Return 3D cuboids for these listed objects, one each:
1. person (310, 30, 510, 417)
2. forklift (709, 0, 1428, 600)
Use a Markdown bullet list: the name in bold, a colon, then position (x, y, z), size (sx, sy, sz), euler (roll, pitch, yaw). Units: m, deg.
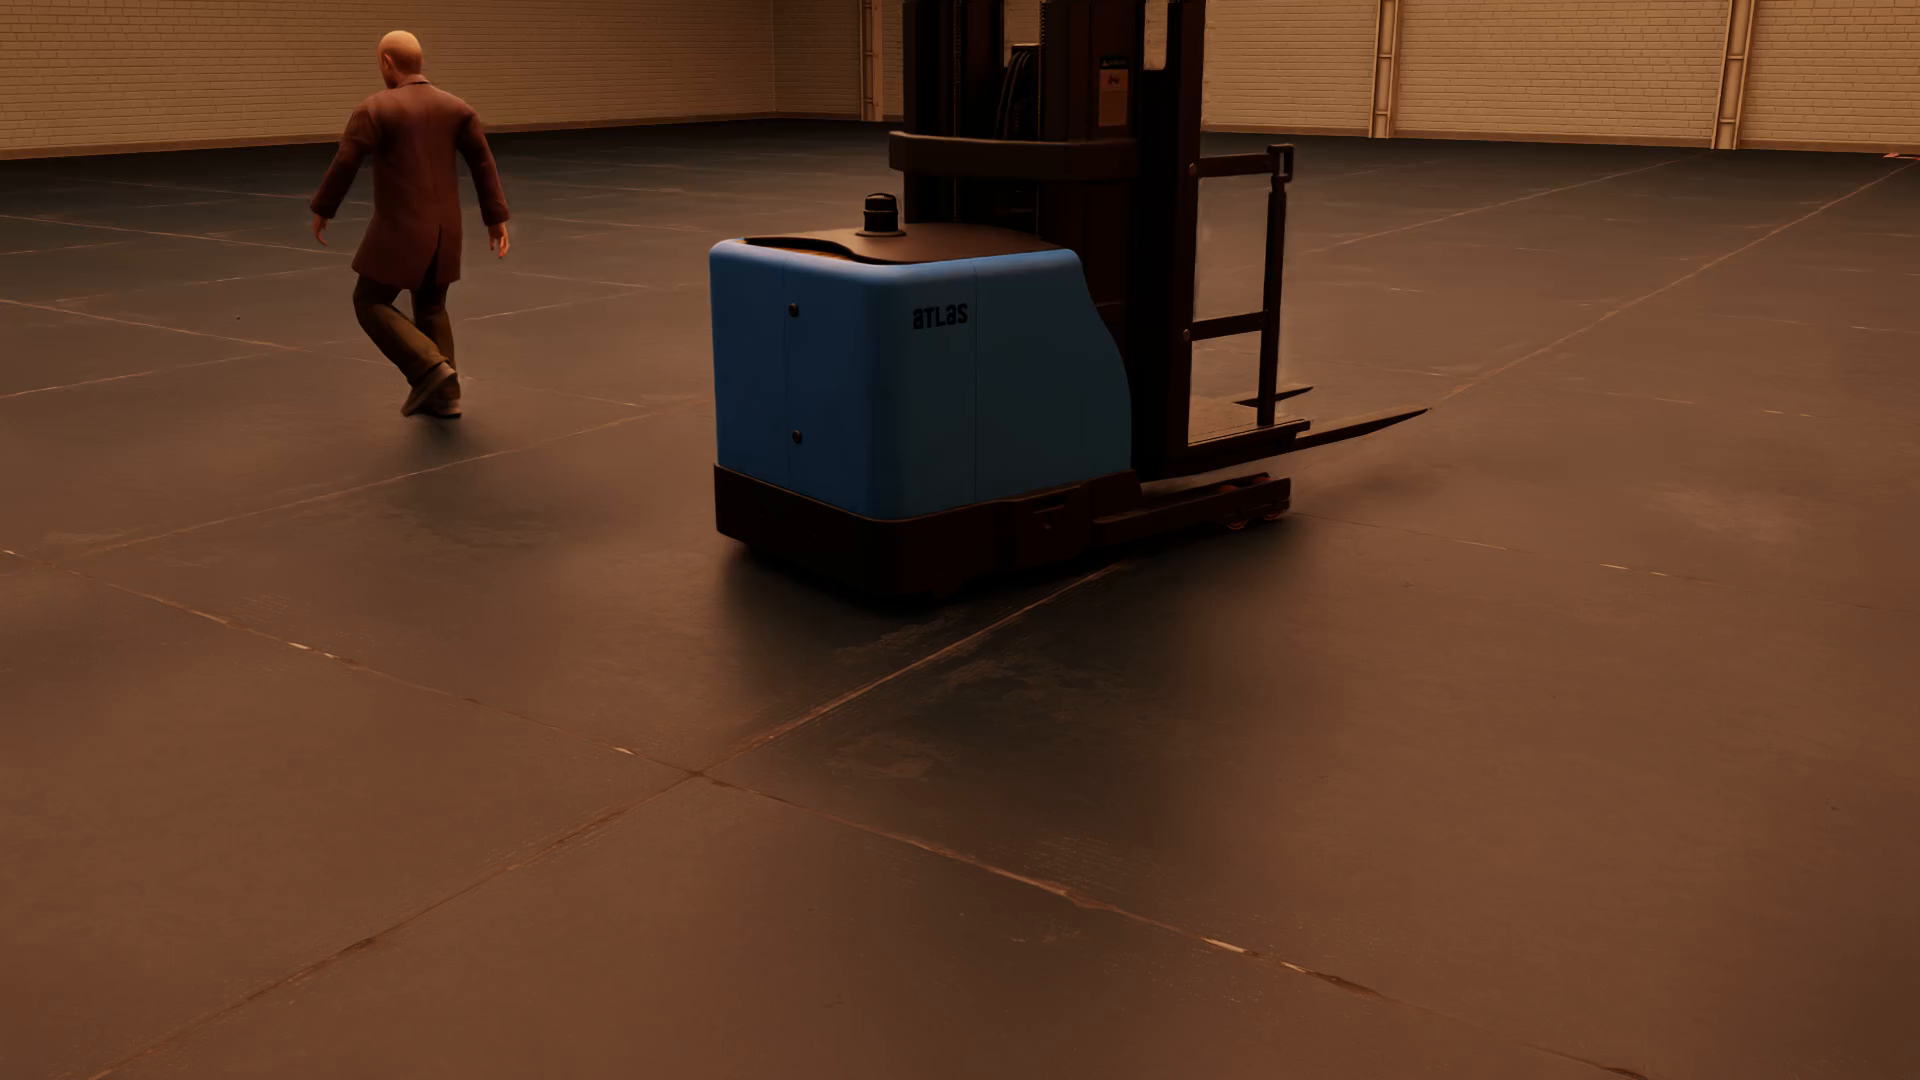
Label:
- **person**: position (-2.484, -1.420, 7.635), size (0.597, 1.760, 0.826), euler (12, 20, 35)
- **forklift**: position (0.602, -1.542, 5.990), size (3.031, 2.935, 1.130), euler (-13, 21, -38)
